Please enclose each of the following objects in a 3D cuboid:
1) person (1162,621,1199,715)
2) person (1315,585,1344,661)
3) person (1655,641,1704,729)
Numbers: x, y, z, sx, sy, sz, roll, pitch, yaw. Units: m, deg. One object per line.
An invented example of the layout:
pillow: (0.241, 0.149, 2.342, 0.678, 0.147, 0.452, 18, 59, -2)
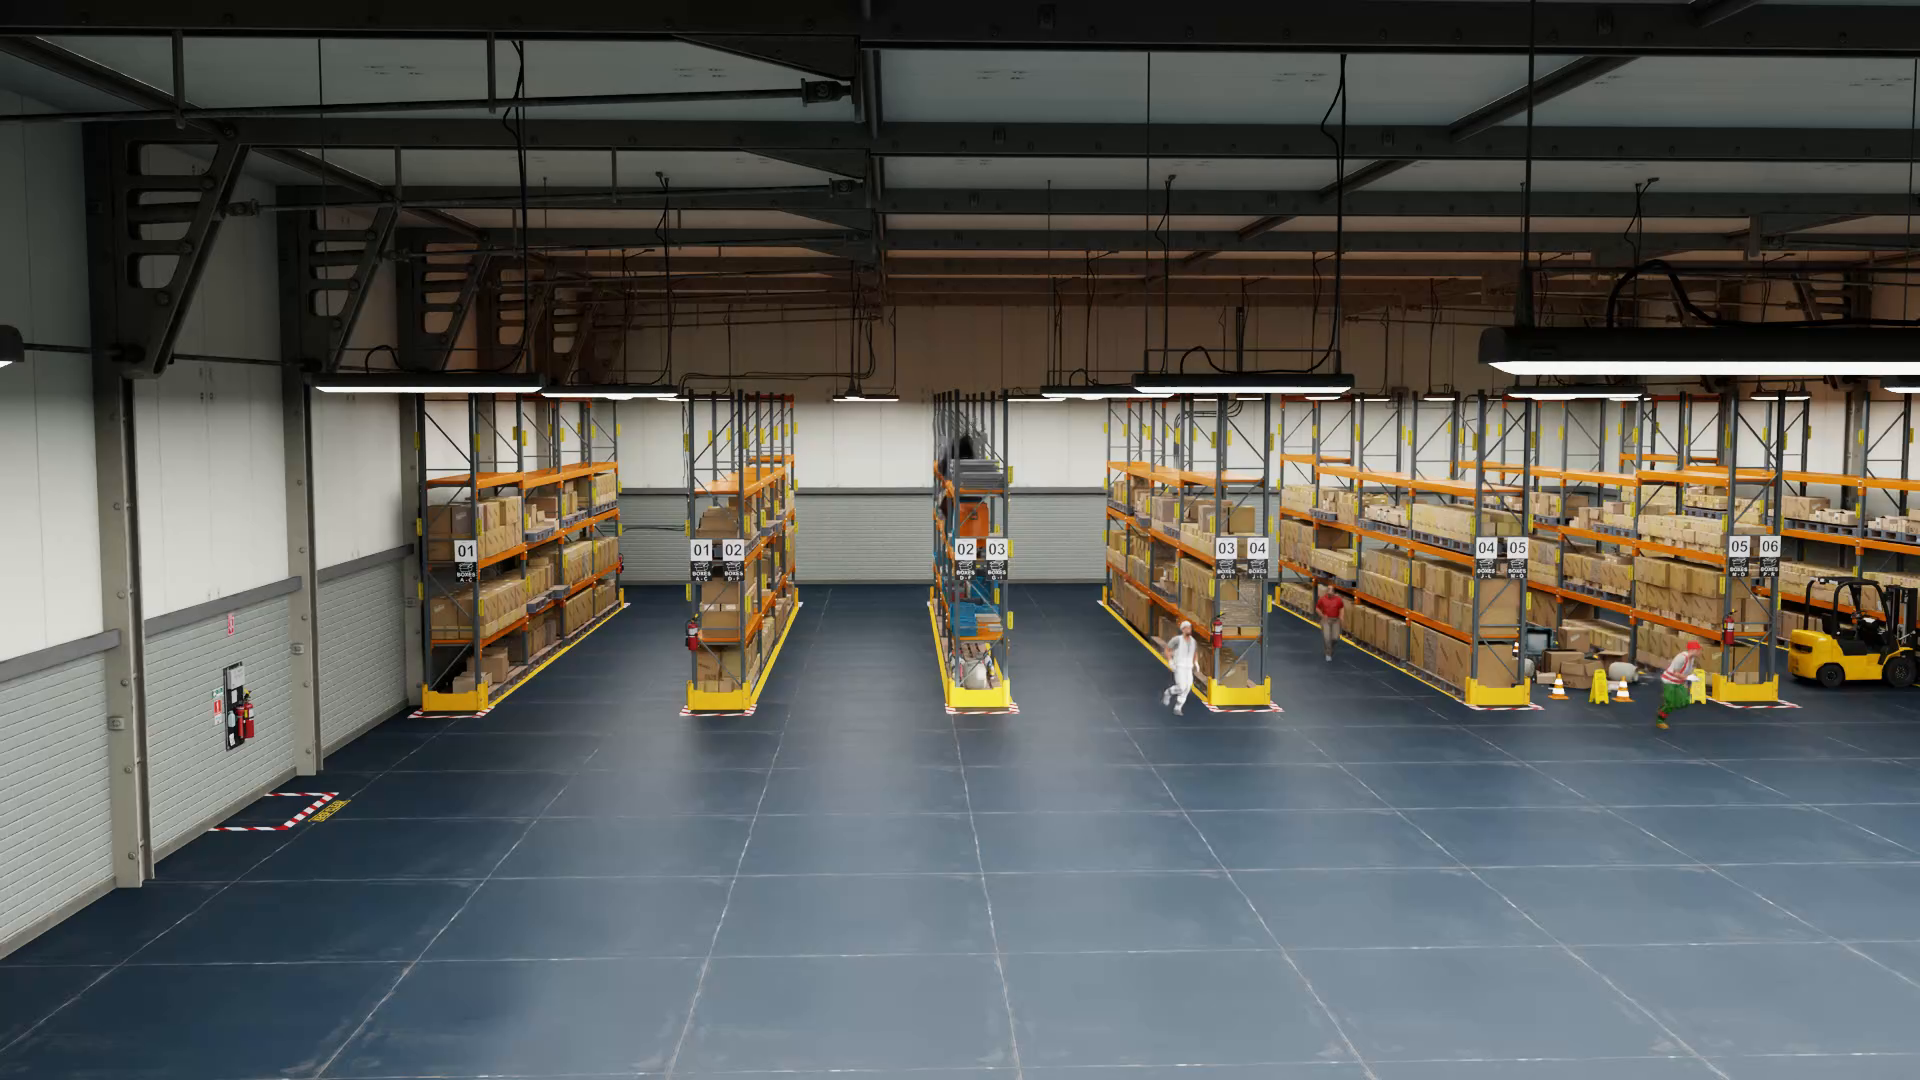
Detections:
person: (4.145, 2.356, 30.808, 0.698, 1.711, 0.608, -2, 5, -27)
person: (8.300, 1.854, 37.263, 0.664, 1.685, 0.573, 0, 5, 3)
person: (12.663, 2.543, 29.214, 0.696, 1.603, 0.830, -4, 6, -40)
